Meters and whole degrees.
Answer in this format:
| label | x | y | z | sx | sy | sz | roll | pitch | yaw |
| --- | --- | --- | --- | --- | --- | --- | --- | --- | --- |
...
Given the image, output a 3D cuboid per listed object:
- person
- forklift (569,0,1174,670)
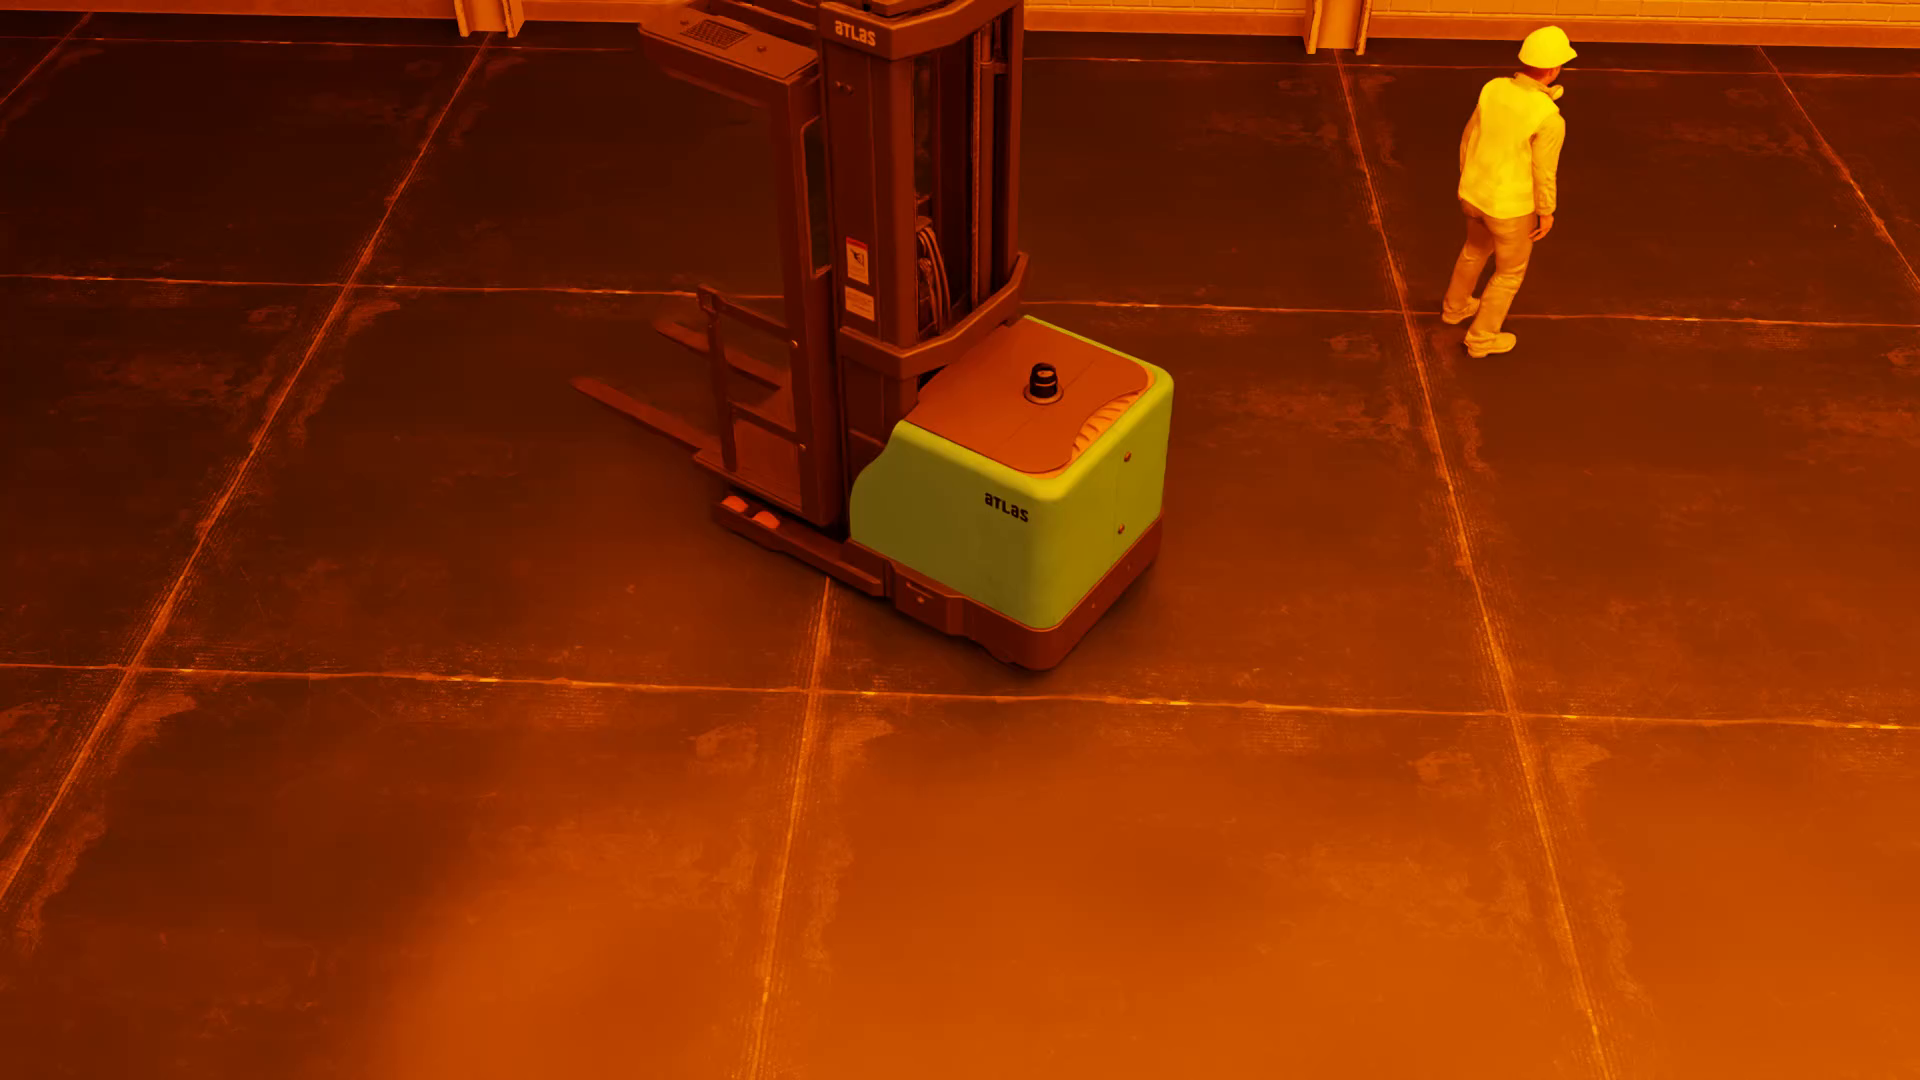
| label | x | y | z | sx | sy | sz | roll | pitch | yaw |
| --- | --- | --- | --- | --- | --- | --- | --- | --- | --- |
| person | 2.818 | -1.781 | 8.567 | 0.463 | 1.782 | 0.595 | -21 | 46 | -21 |
| forklift | -0.564 | -1.316 | 7.184 | 3.031 | 2.935 | 1.130 | 26 | 48 | 25 |
